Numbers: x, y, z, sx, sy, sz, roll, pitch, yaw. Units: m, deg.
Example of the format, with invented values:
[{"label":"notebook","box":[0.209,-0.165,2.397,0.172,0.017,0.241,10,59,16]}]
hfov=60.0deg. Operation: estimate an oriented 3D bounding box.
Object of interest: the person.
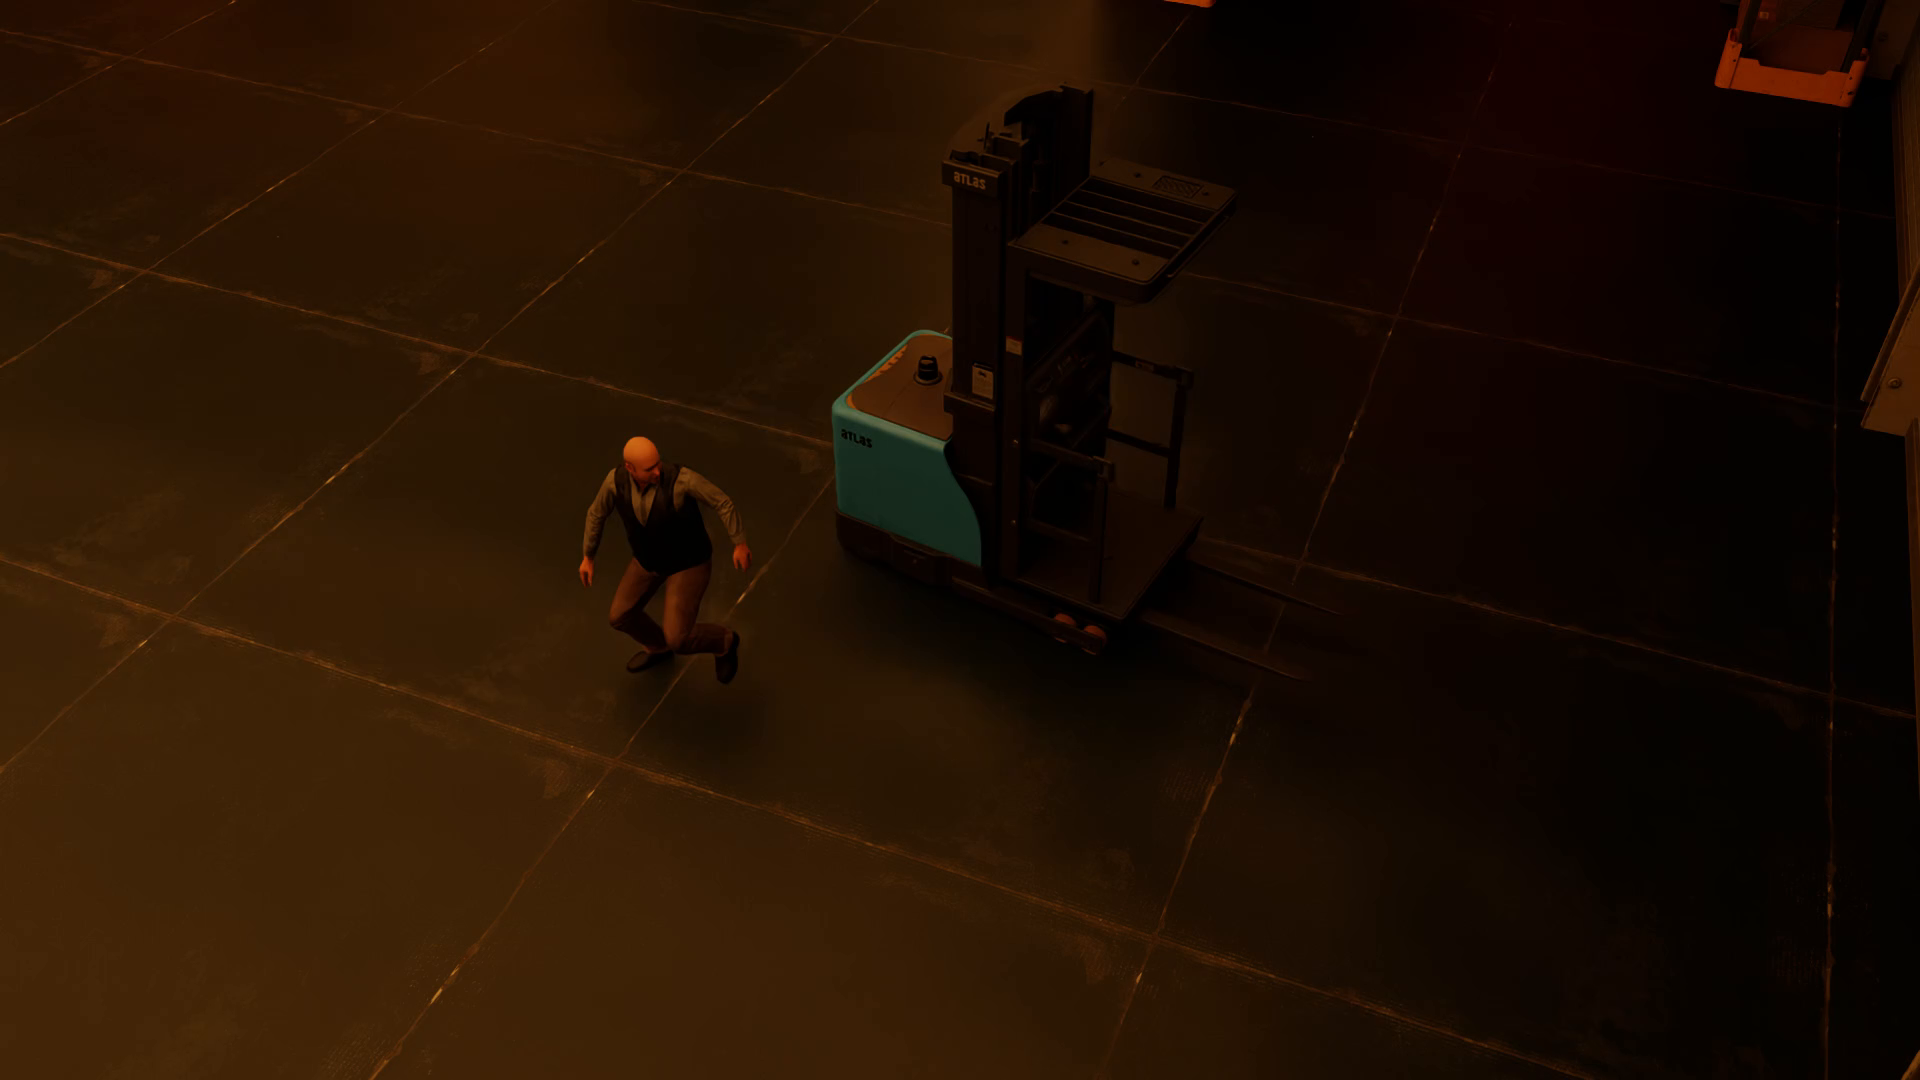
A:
[{"label":"person","box":[-1.580,0.122,8.906,0.835,1.613,0.561,19,43,21]}]

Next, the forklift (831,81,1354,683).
[{"label":"forklift","box":[0.773,-0.863,9.037,3.031,2.935,1.130,21,44,23]}]
